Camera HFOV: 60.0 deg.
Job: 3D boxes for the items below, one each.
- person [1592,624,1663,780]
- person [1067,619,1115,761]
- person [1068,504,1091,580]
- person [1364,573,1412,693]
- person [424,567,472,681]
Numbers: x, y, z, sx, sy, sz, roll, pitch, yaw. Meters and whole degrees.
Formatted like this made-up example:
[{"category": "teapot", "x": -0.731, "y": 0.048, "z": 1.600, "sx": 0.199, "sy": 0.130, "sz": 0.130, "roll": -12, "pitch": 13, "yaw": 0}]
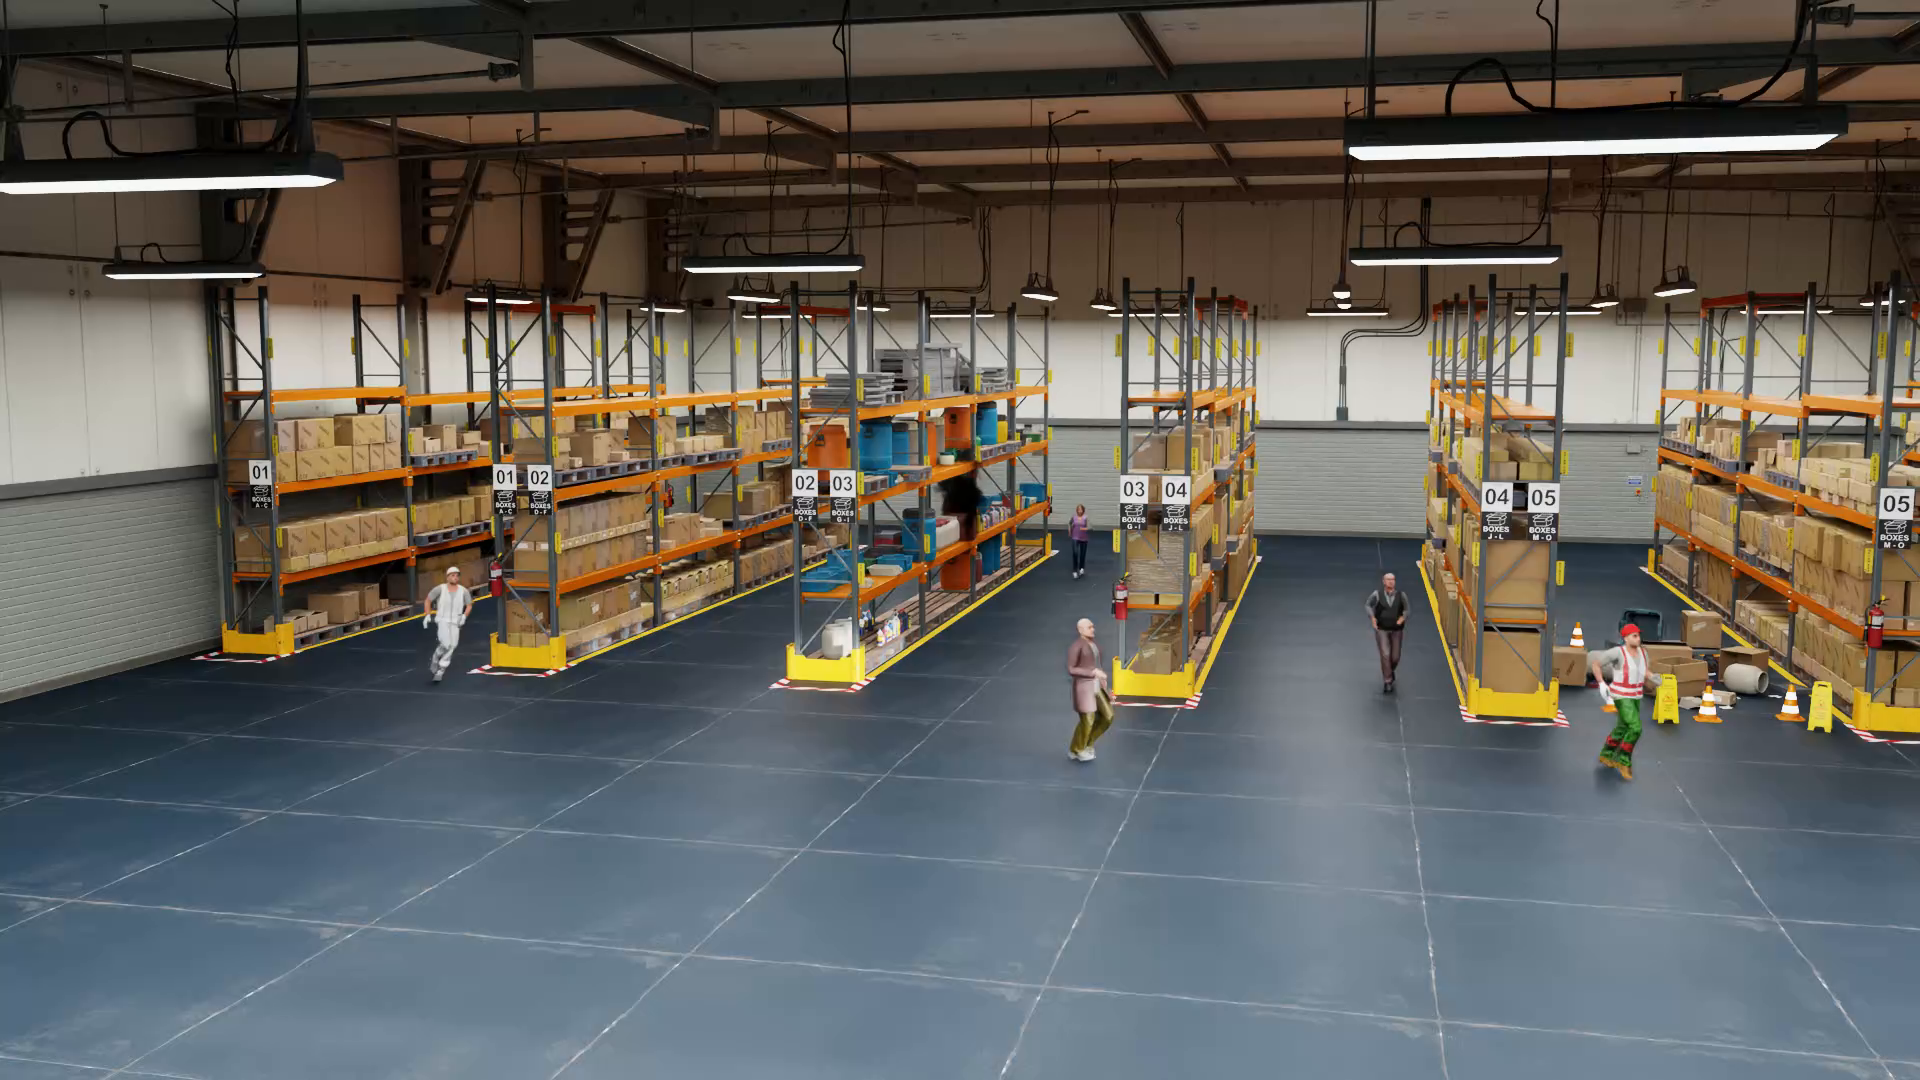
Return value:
[{"category": "person", "x": 7.855, "y": 1.889, "z": 19.548, "sx": 0.637, "sy": 1.834, "sz": 0.768, "roll": -4, "pitch": 8, "yaw": -29}, {"category": "person", "x": 1.603, "y": 1.828, "z": 20.107, "sx": 0.665, "sy": 1.758, "sz": 0.695, "roll": 6, "pitch": 9, "yaw": 43}, {"category": "person", "x": 2.607, "y": 0.034, "z": 36.365, "sx": 0.504, "sy": 1.644, "sz": 0.711, "roll": 0, "pitch": 7, "yaw": 3}, {"category": "person", "x": 6.313, "y": 1.342, "z": 24.536, "sx": 0.669, "sy": 1.716, "sz": 0.767, "roll": 1, "pitch": 7, "yaw": 5}, {"category": "person", "x": -7.699, "y": 1.270, "z": 25.110, "sx": 0.712, "sy": 1.712, "sz": 0.565, "roll": -4, "pitch": 8, "yaw": -30}]
